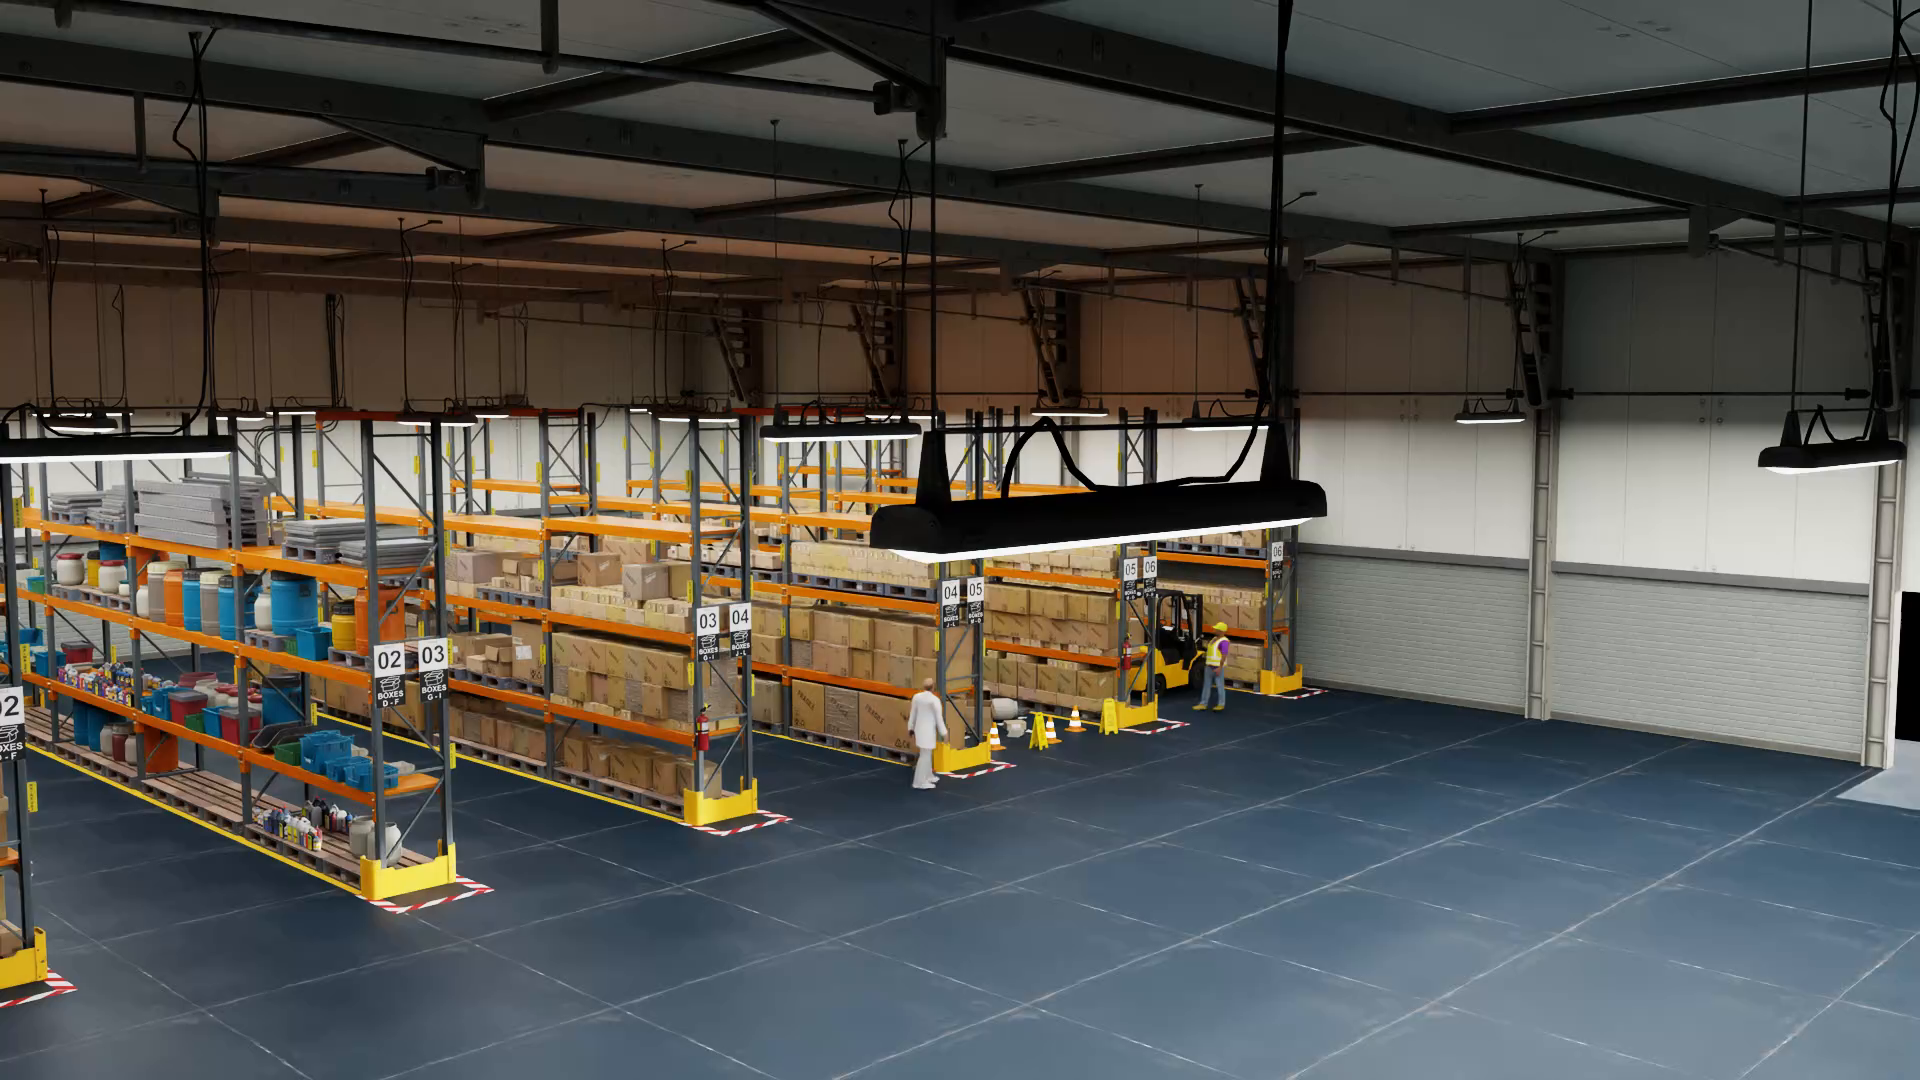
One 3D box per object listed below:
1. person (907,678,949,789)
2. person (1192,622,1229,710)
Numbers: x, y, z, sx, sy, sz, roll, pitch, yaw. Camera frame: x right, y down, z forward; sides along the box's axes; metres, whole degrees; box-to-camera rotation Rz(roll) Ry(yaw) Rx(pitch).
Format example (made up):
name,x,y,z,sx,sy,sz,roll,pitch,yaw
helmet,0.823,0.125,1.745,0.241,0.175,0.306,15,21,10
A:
name,x,y,z,sx,sy,sz,roll,pitch,yaw
person,-0.468,3.091,26.711,0.618,1.771,0.643,-3,6,-31
person,5.031,2.522,33.102,0.682,1.752,0.595,-5,7,-42
